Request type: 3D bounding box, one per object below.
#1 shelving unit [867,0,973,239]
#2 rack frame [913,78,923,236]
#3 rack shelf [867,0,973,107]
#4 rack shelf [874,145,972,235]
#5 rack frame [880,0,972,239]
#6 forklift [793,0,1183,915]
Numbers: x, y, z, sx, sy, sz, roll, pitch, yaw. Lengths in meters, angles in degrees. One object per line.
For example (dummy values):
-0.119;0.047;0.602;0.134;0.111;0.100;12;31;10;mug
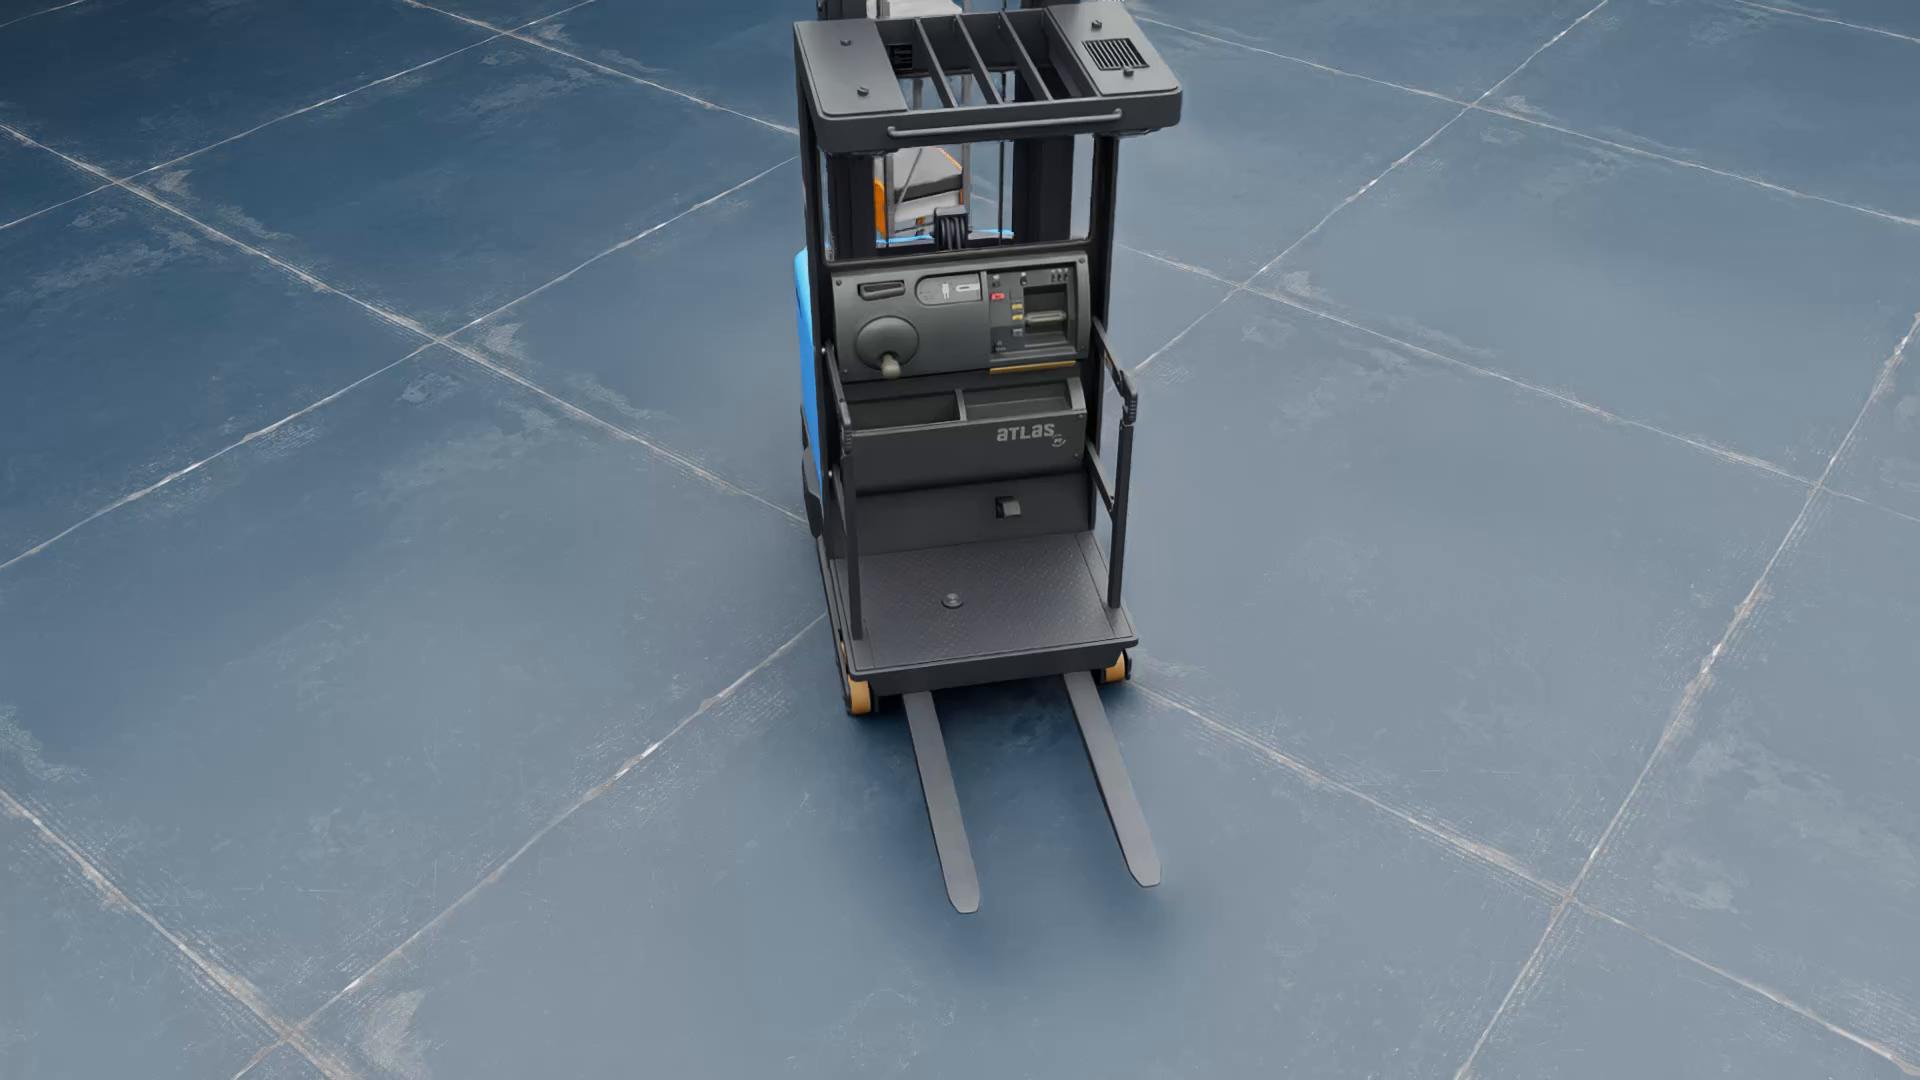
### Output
-0.247;-1.518;7.482;0.431;2.100;0.503;-17;42;-21;shelving unit
-0.356;-1.654;7.652;0.400;2.100;0.015;-17;42;-21;rack frame
-0.245;-2.055;7.054;0.431;0.518;0.480;-17;42;-21;rack shelf
-0.247;-1.507;7.490;0.431;0.518;0.480;-17;42;-21;rack shelf
-0.138;-1.382;7.311;0.400;2.100;0.015;-17;42;-21;rack frame
0.051;-0.730;5.805;1.130;2.935;3.031;-7;39;-8;forklift
